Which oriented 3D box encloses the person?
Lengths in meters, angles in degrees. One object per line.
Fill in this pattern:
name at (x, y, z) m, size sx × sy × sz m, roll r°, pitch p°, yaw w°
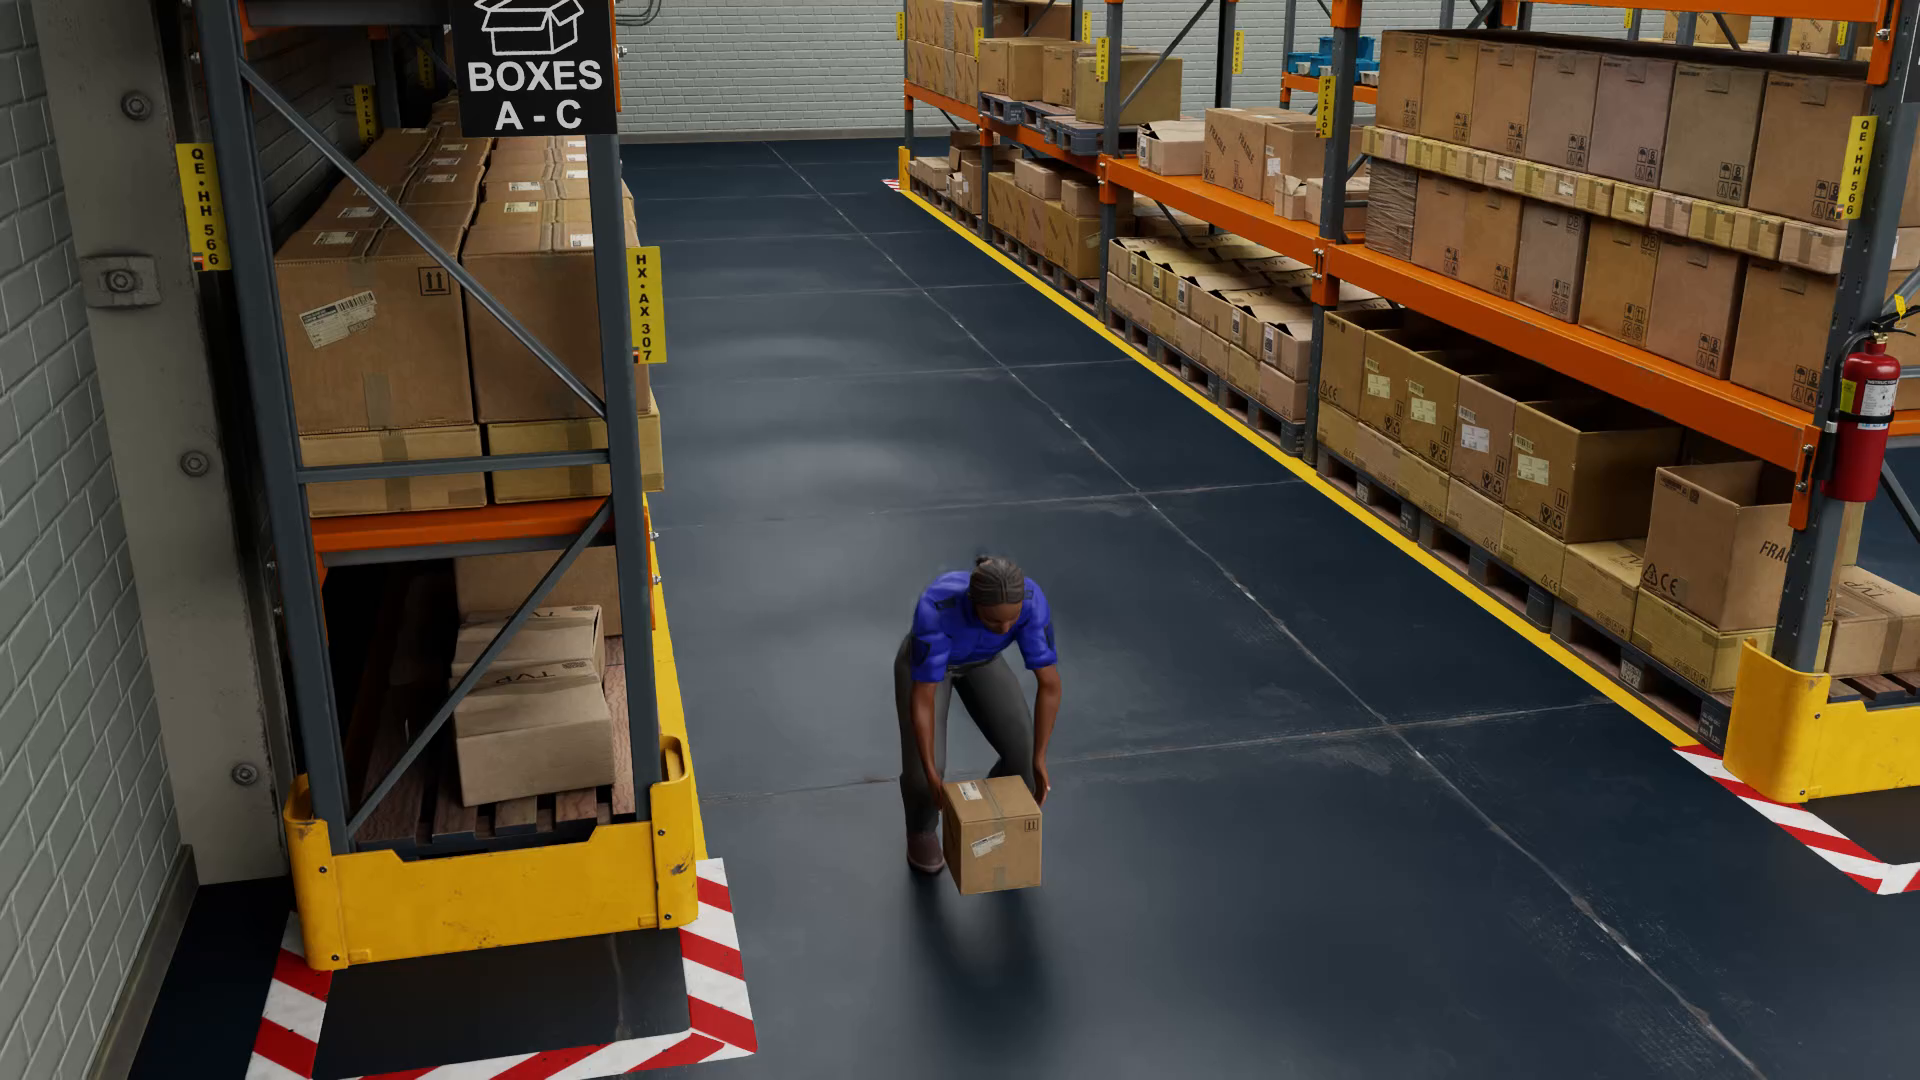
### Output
person at (0.048, 0.518, 5.370) m, size 0.500 × 1.168 × 0.726 m, roll -4°, pitch 20°, yaw -10°
